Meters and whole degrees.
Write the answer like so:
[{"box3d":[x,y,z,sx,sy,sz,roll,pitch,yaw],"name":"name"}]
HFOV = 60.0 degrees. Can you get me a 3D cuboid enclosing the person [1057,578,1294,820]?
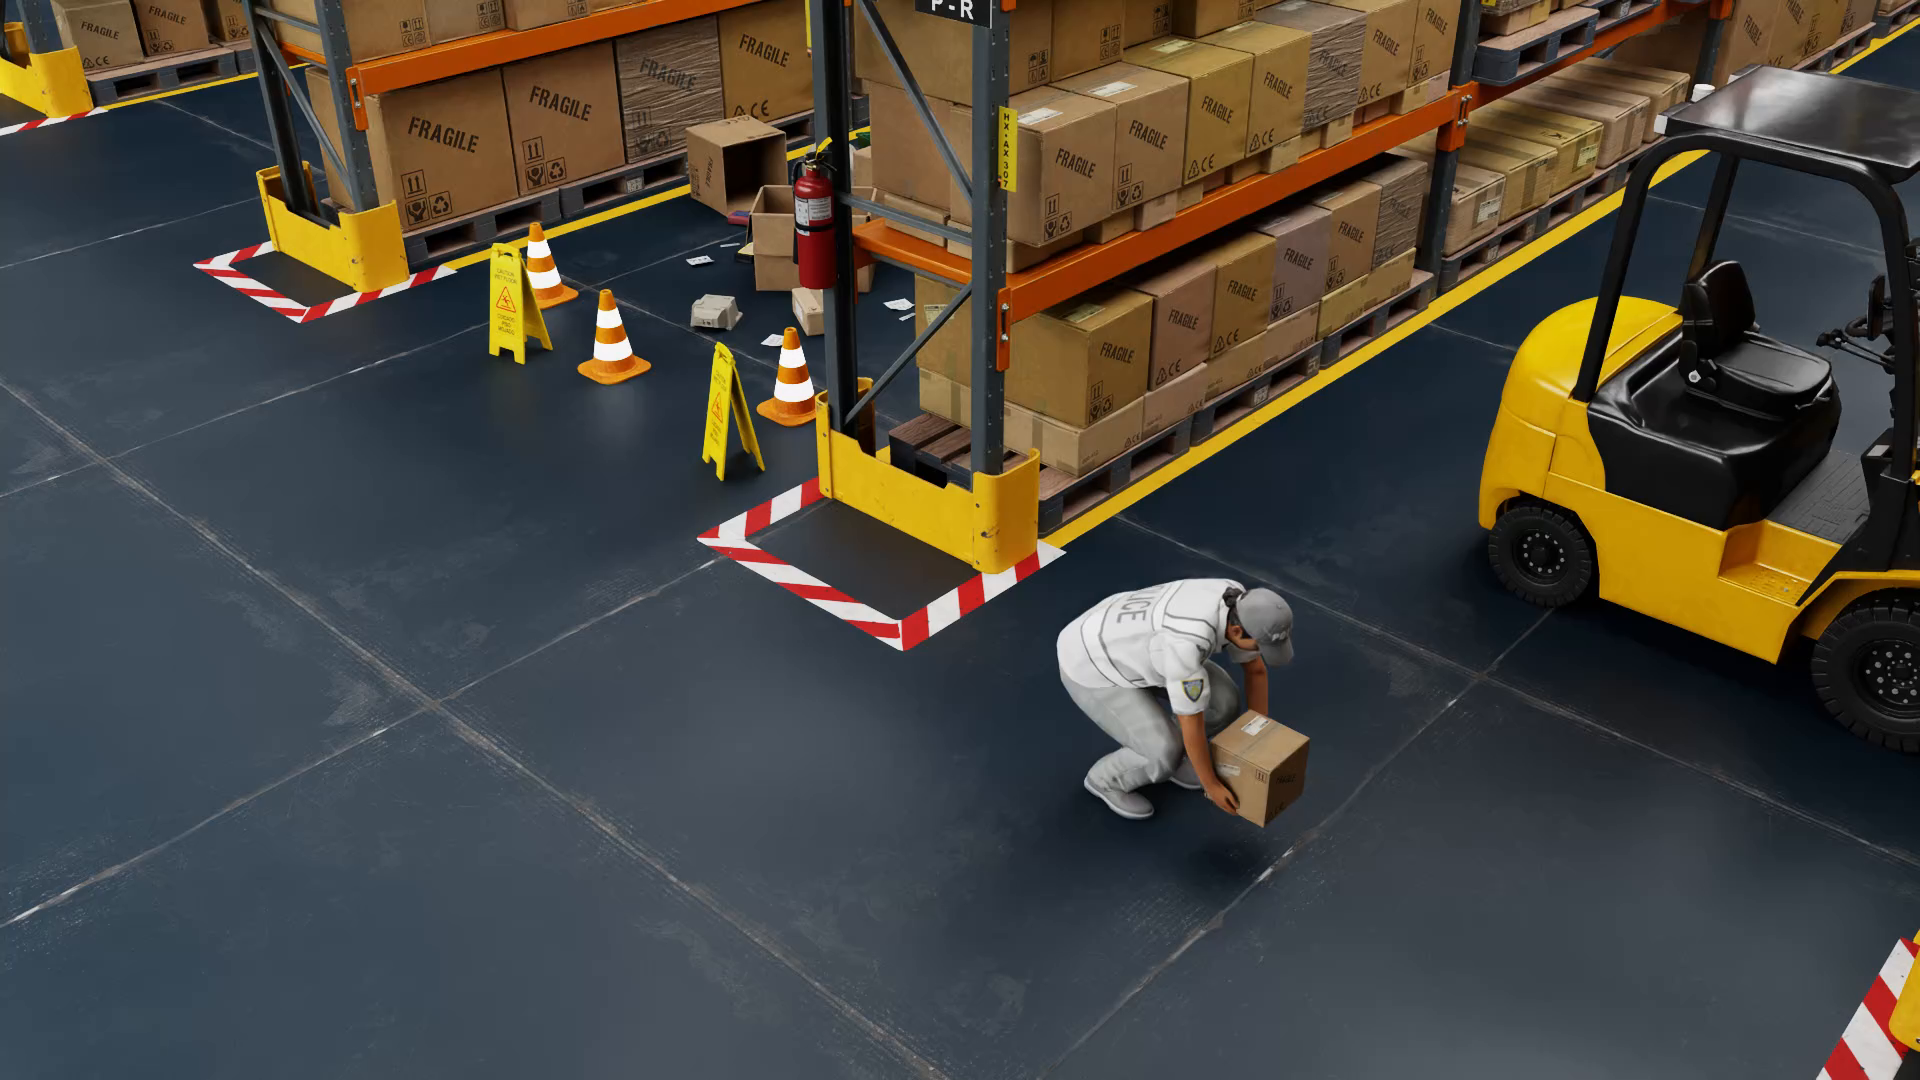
[{"box3d":[0.762,0.511,5.940,0.835,1.003,0.528,25,40,35],"name":"person"}]
